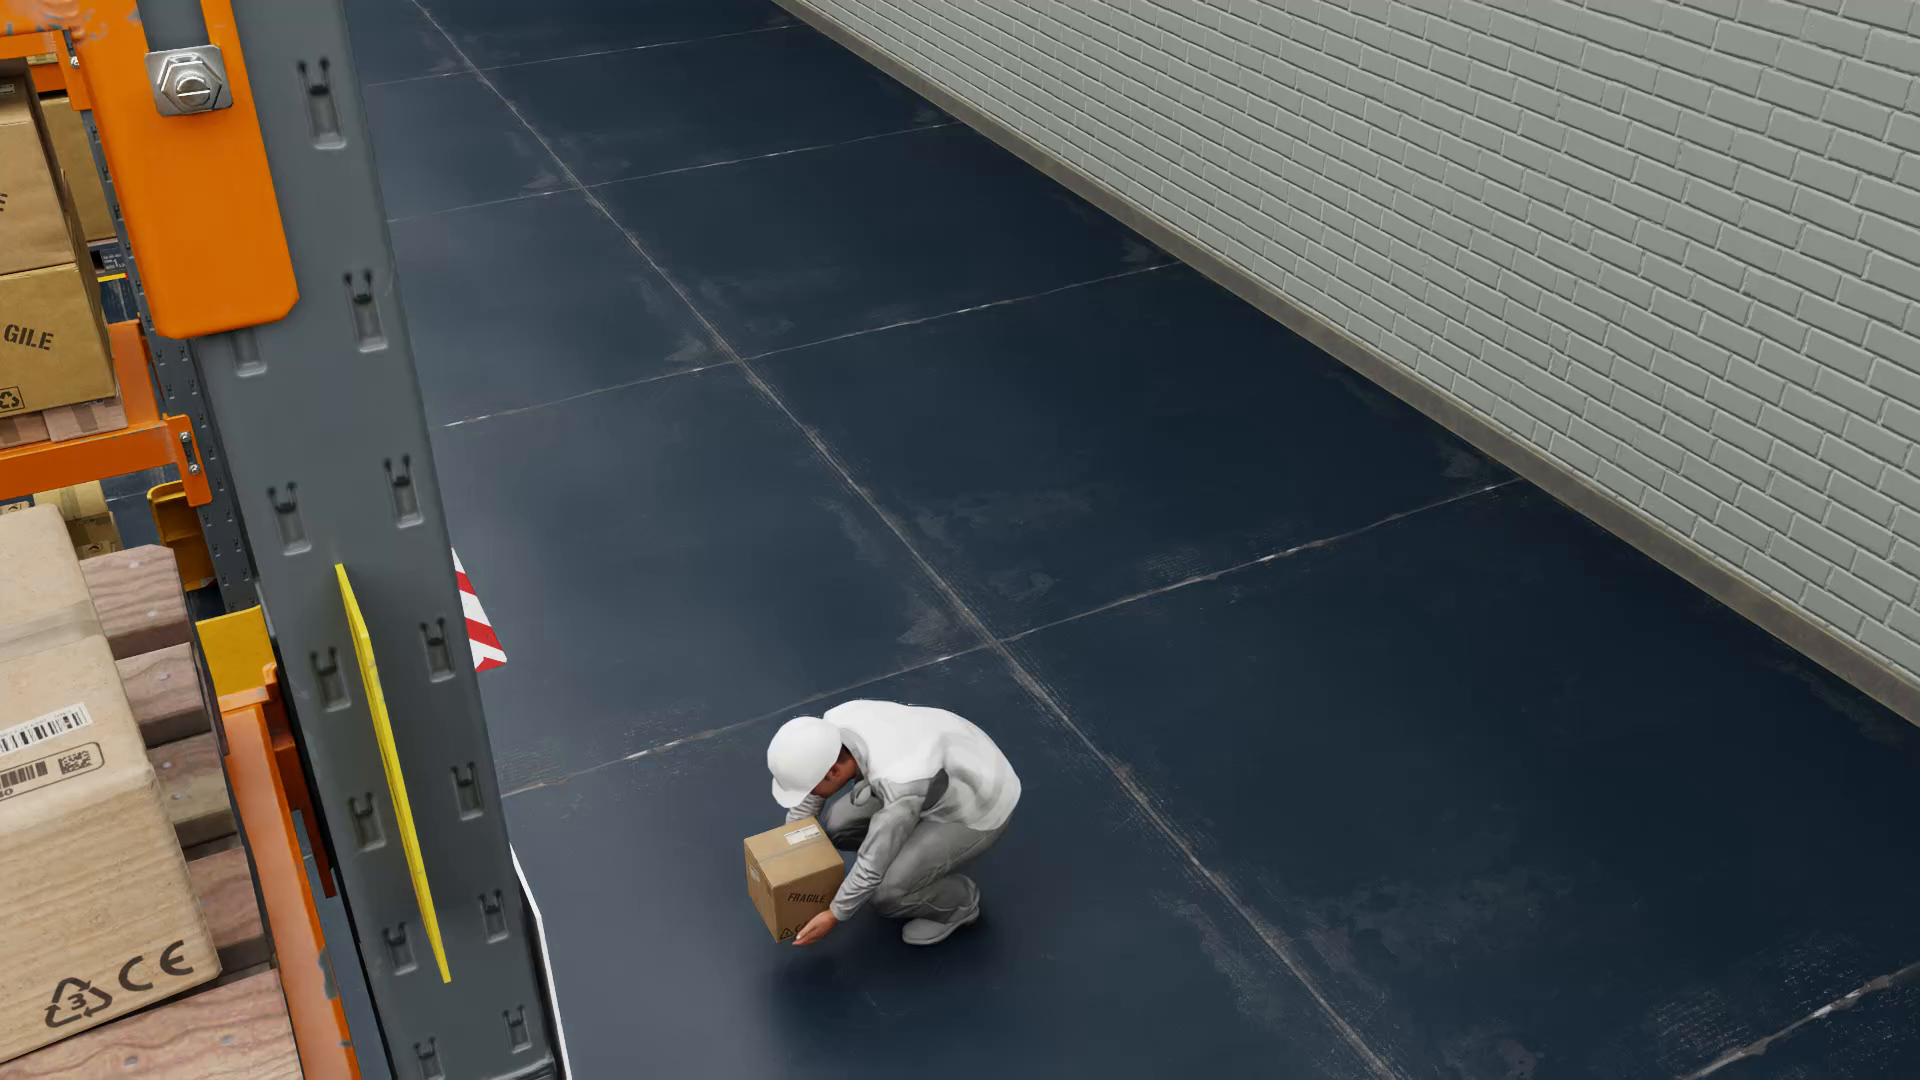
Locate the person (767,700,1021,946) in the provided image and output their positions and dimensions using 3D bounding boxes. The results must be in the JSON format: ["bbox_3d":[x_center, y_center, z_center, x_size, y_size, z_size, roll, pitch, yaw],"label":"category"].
[{"bbox_3d":[-0.224,0.879,5.460,0.870,1.012,0.541,-16,36,-23],"label":"person"}]
